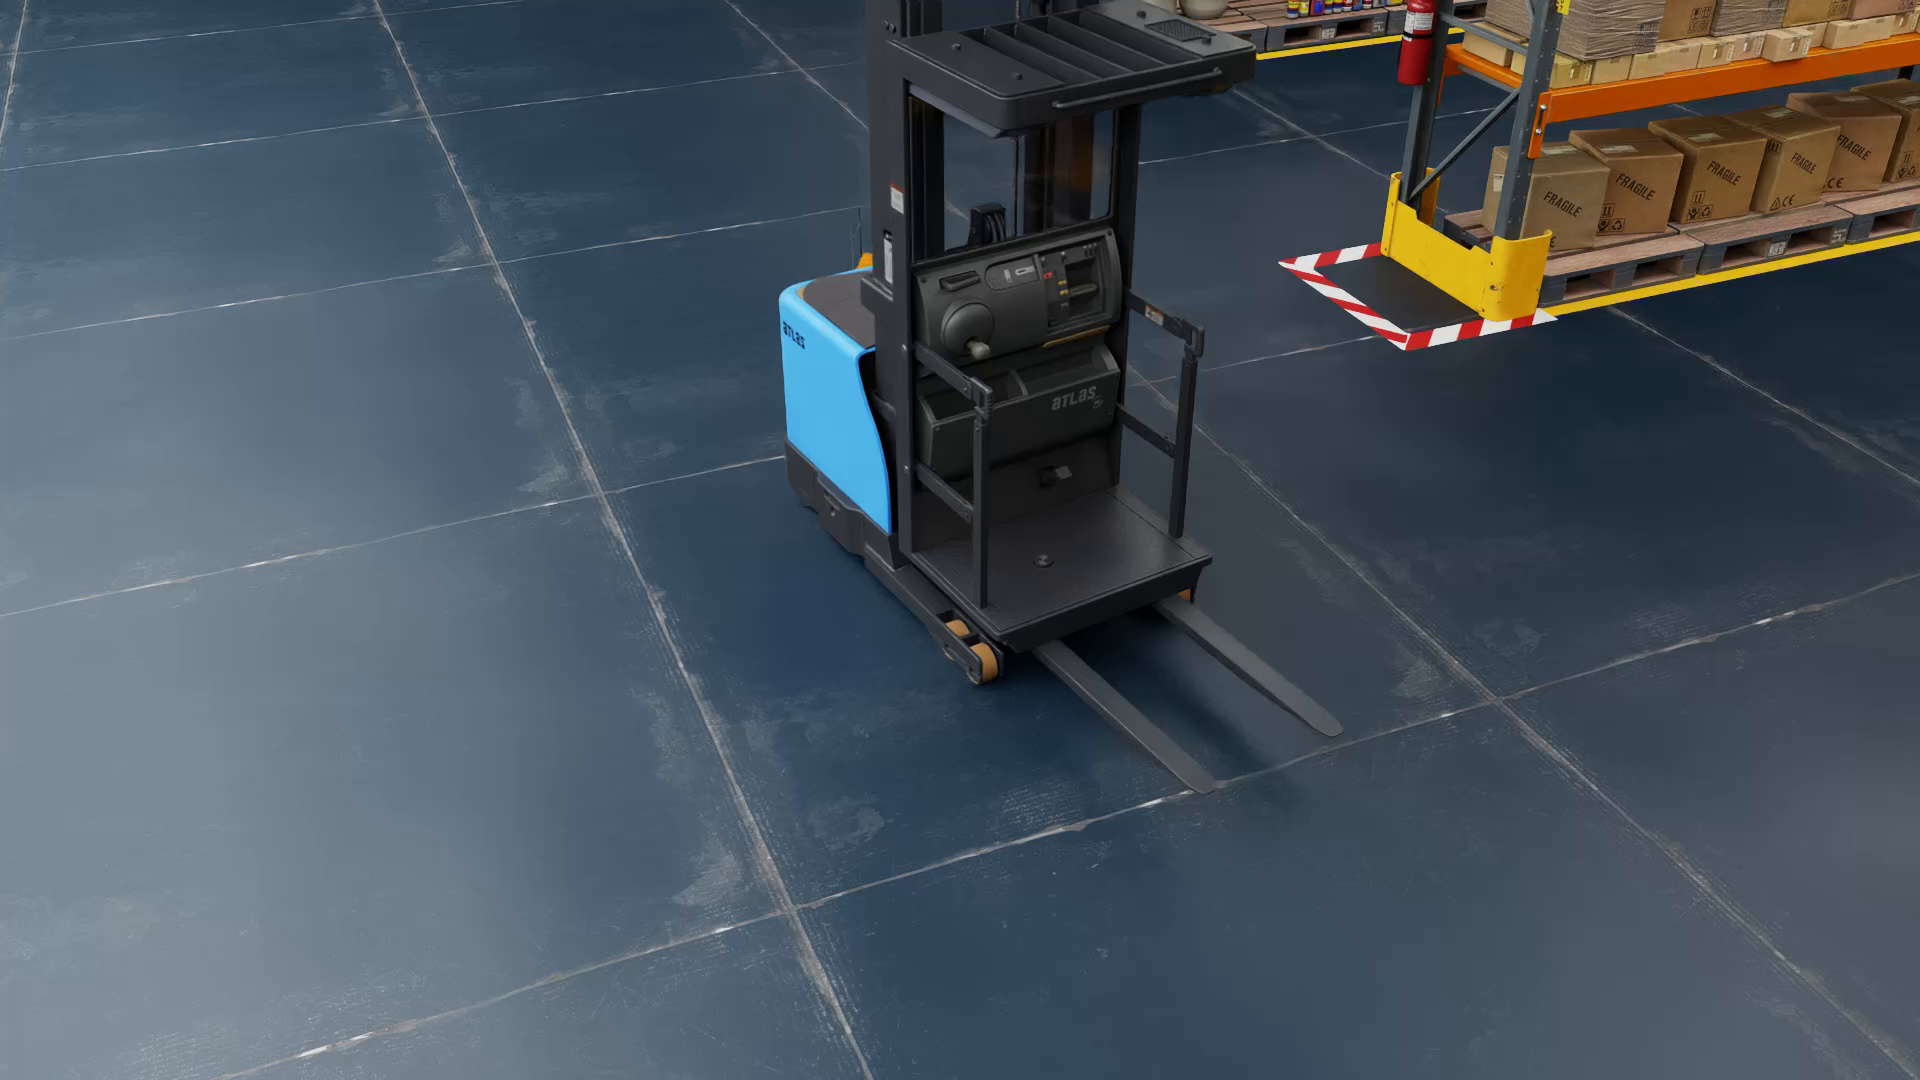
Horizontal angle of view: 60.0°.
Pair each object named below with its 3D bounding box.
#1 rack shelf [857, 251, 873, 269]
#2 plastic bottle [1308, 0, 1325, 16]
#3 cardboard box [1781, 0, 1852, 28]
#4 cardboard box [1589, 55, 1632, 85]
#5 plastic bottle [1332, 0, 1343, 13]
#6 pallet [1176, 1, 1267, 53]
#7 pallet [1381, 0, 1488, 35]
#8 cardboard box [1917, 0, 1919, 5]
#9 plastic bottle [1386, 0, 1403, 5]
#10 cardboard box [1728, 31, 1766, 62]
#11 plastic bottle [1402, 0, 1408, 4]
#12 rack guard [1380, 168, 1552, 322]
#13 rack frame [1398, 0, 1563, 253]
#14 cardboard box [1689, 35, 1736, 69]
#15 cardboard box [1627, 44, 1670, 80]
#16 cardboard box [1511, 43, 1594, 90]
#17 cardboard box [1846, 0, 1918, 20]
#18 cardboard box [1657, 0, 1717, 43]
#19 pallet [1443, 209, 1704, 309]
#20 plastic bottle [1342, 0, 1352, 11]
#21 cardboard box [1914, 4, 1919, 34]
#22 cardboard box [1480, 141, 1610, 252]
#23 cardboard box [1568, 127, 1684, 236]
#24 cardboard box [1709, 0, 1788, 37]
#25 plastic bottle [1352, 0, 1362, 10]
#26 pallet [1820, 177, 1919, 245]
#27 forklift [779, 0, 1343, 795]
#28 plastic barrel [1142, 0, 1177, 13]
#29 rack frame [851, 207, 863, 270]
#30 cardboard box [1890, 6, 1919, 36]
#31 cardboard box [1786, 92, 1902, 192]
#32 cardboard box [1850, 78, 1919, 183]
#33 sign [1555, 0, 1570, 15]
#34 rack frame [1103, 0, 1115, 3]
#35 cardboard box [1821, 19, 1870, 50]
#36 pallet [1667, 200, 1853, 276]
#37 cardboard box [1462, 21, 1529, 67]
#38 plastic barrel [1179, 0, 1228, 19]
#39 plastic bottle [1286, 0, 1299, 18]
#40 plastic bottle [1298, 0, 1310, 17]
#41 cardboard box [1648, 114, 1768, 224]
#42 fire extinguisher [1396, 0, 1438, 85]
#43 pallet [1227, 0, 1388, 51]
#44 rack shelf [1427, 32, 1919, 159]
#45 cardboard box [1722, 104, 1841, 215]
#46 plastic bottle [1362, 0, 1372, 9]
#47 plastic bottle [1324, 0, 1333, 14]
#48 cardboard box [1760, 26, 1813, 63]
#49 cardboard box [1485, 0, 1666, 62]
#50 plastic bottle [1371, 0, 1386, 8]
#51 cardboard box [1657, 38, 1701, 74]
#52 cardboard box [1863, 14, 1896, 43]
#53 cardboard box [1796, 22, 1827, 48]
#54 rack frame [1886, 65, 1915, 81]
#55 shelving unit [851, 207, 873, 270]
[{"bbox_3d":[-0.402,-1.299,8.062,0.180,0.103,0.258,3,34,6],"label":"rack shelf"},{"bbox_3d":[3.057,-4.635,14.210,0.133,0.283,0.061,-12,35,-18],"label":"plastic bottle"},{"bbox_3d":[4.842,-3.452,9.941,0.500,0.500,0.875,-13,35,-19],"label":"cardboard box"},{"bbox_3d":[3.559,-2.712,9.398,0.250,0.149,0.380,-13,35,-19],"label":"cardboard box"},{"bbox_3d":[3.249,-4.685,14.298,0.097,0.271,0.097,0,33,0],"label":"plastic bottle"},{"bbox_3d":[1.852,-4.364,14.264,1.213,0.211,1.003,-13,35,-19],"label":"pallet"},{"bbox_3d":[4.101,-4.879,15.056,1.213,0.211,1.003,-13,35,-19],"label":"pallet"},{"bbox_3d":[5.741,-3.693,10.311,0.500,0.500,0.875,-13,35,-19],"label":"cardboard box"},{"bbox_3d":[3.780,-4.853,14.484,0.185,0.351,0.144,-13,35,-19],"label":"plastic bottle"},{"bbox_3d":[4.471,-2.936,9.743,0.250,0.149,0.380,-13,35,-19],"label":"cardboard box"},{"bbox_3d":[3.943,-4.838,14.523,0.133,0.283,0.061,-11,35,-16],"label":"plastic bottle"},{"bbox_3d":[3.036,-1.802,10.061,0.348,0.500,1.175,-13,35,-19],"label":"rack guard"},{"bbox_3d":[2.966,-2.834,9.355,0.127,3.000,1.000,-13,35,-19],"label":"rack frame"},{"bbox_3d":[4.251,-2.870,9.640,0.250,0.149,0.380,-13,35,-19],"label":"cardboard box"},{"bbox_3d":[3.795,-2.757,9.468,0.250,0.149,0.380,-13,35,-19],"label":"cardboard box"},{"bbox_3d":[3.321,-2.669,9.332,0.250,0.149,0.380,-13,35,-19],"label":"cardboard box"},{"bbox_3d":[5.319,-3.537,10.071,0.500,0.500,0.875,-13,35,-19],"label":"cardboard box"},{"bbox_3d":[3.898,-3.269,9.659,0.500,0.500,0.875,-13,35,-19],"label":"cardboard box"},{"bbox_3d":[3.799,-1.835,10.376,1.213,0.211,1.003,-13,35,-19],"label":"pallet"},{"bbox_3d":[3.340,-4.676,14.349,0.097,0.201,0.097,0,33,0],"label":"plastic bottle"},{"bbox_3d":[5.894,-3.200,10.149,0.250,0.149,0.380,-13,35,-19],"label":"cardboard box"},{"bbox_3d":[3.548,-2.086,10.112,0.500,0.500,0.500,-7,34,-10],"label":"cardboard box"},{"bbox_3d":[4.086,-2.229,10.332,0.500,0.500,0.500,-4,33,-6],"label":"cardboard box"},{"bbox_3d":[4.376,-3.353,9.788,0.500,0.500,0.875,-13,35,-19],"label":"cardboard box"},{"bbox_3d":[3.436,-4.728,14.364,0.097,0.271,0.097,0,33,0],"label":"plastic bottle"},{"bbox_3d":[6.049,-2.350,11.168,1.213,0.211,1.003,-13,35,-19],"label":"pallet"},{"bbox_3d":[0.362,-0.929,6.491,1.130,2.935,3.031,-19,37,-26],"label":"forklift"},{"bbox_3d":[1.626,-4.635,14.019,0.421,0.512,0.421,0,33,0],"label":"plastic barrel"},{"bbox_3d":[-0.487,-1.040,8.246,0.006,1.200,0.240,3,34,6],"label":"rack frame"},{"bbox_3d":[5.613,-3.214,10.170,0.250,0.149,0.380,-13,35,-19],"label":"cardboard box"},{"bbox_3d":[5.745,-2.618,10.930,0.500,0.500,0.500,-2,33,-4],"label":"cardboard box"},{"bbox_3d":[6.270,-2.742,11.121,0.500,0.500,0.500,-14,36,-20],"label":"cardboard box"},{"bbox_3d":[3.176,-2.924,8.700,0.005,0.325,0.100,-13,35,-19],"label":"sign"},{"bbox_3d":[1.049,-5.325,13.183,0.127,3.000,1.000,-13,35,-19],"label":"rack frame"},{"bbox_3d":[5.181,-3.071,9.949,0.250,0.149,0.380,-13,35,-19],"label":"cardboard box"},{"bbox_3d":[4.922,-2.090,10.769,1.213,0.211,1.003,-13,35,-19],"label":"pallet"},{"bbox_3d":[3.149,-2.893,9.676,0.250,0.149,0.380,-13,35,-19],"label":"cardboard box"},{"bbox_3d":[2.088,-4.741,14.182,0.421,0.512,0.421,0,33,0],"label":"plastic barrel"},{"bbox_3d":[2.841,-4.591,14.154,0.097,0.271,0.097,0,33,0],"label":"plastic bottle"},{"bbox_3d":[2.936,-4.584,14.207,0.097,0.201,0.097,0,33,0],"label":"plastic bottle"},{"bbox_3d":[4.671,-2.352,10.521,0.500,0.500,0.500,-10,34,-14],"label":"cardboard box"},{"bbox_3d":[2.682,-3.009,9.695,0.183,0.674,0.296,-13,35,-19],"label":"fire extinguisher"},{"bbox_3d":[2.975,-4.620,14.656,1.213,0.211,1.003,-13,35,-19],"label":"pallet"},{"bbox_3d":[4.810,-2.955,10.200,4.000,0.370,1.077,-13,35,-19],"label":"rack shelf"},{"bbox_3d":[5.203,-2.447,10.667,0.500,0.500,0.500,-16,36,-23],"label":"cardboard box"},{"bbox_3d":[3.530,-4.720,14.416,0.097,0.201,0.097,0,33,0],"label":"plastic bottle"},{"bbox_3d":[3.157,-4.664,14.266,0.097,0.271,0.097,0,33,0],"label":"plastic bottle"},{"bbox_3d":[4.742,-2.937,9.744,0.250,0.149,0.380,-13,35,-19],"label":"cardboard box"},{"bbox_3d":[3.484,-3.103,9.404,0.500,0.500,0.875,-13,35,-19],"label":"cardboard box"},{"bbox_3d":[3.628,-4.790,14.455,0.135,0.276,0.152,-12,35,-18],"label":"plastic bottle"},{"bbox_3d":[4.018,-2.820,9.565,0.250,0.149,0.380,-13,35,-19],"label":"cardboard box"},{"bbox_3d":[5.398,-3.141,10.057,0.250,0.149,0.380,-13,35,-19],"label":"cardboard box"},{"bbox_3d":[4.921,-3.056,9.927,0.250,0.149,0.380,-13,35,-19],"label":"cardboard box"},{"bbox_3d":[6.654,-3.678,10.653,0.127,3.000,1.000,-13,35,-19],"label":"rack frame"},{"bbox_3d":[-0.397,-1.035,8.236,0.189,1.200,0.258,3,34,6],"label":"shelving unit"}]
